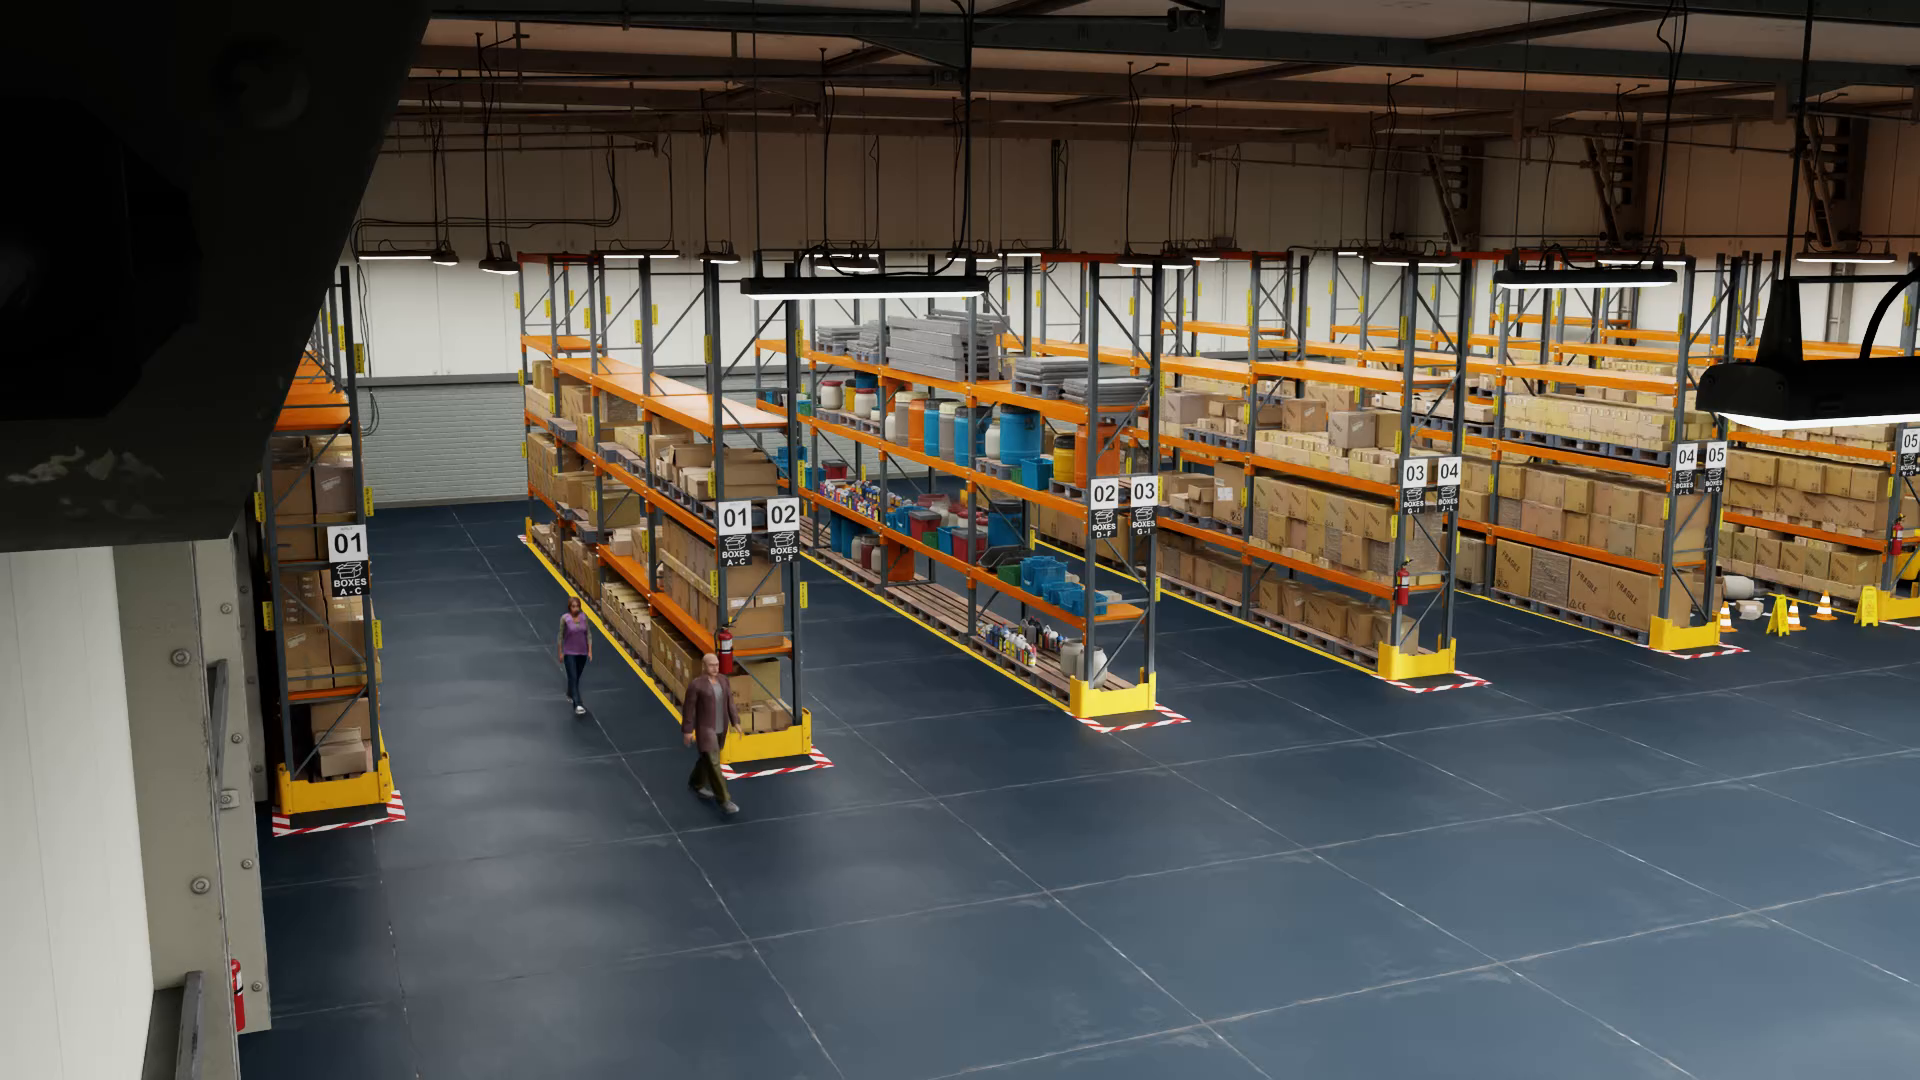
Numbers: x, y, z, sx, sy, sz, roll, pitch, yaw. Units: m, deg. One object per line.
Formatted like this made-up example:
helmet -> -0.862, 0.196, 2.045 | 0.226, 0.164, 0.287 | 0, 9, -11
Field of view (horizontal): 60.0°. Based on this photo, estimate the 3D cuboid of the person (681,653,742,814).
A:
person -> -2.710, 2.117, 18.525 | 1.086, 1.729, 0.600 | 8, 13, 37

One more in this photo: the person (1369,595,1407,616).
person -> 7.213, 0.476, 27.842 | 0.499, 1.607, 1.004 | -7, 12, -32

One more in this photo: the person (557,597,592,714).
person -> -5.129, 1.524, 22.286 | 0.435, 1.546, 0.967 | -8, 13, -38
